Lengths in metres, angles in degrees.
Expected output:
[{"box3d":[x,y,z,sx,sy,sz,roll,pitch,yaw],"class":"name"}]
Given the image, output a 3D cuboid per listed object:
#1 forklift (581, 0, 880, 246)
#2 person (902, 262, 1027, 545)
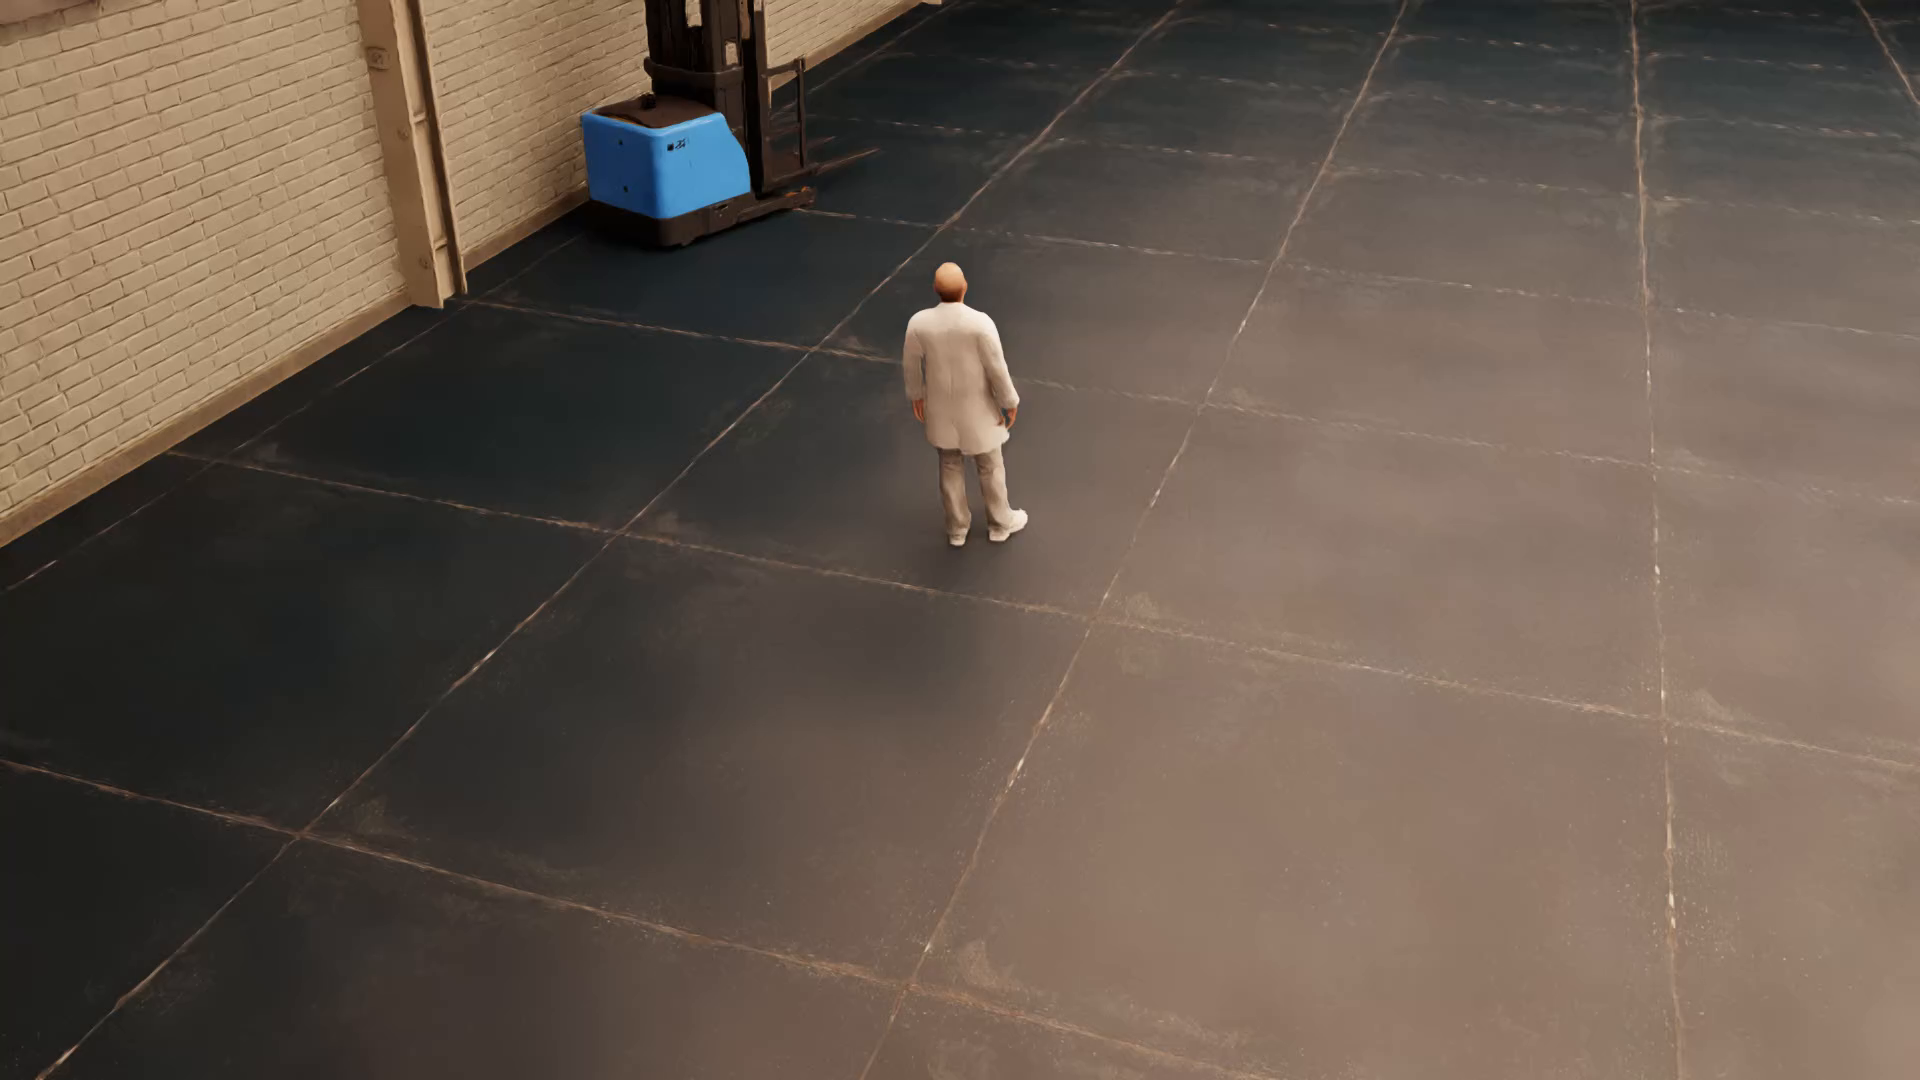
[{"box3d":[-2.000,-4.485,15.004,1.130,2.935,3.031,22,36,33],"class":"forklift"},{"box3d":[0.034,-0.820,9.726,0.694,1.776,0.579,10,31,16],"class":"person"}]
